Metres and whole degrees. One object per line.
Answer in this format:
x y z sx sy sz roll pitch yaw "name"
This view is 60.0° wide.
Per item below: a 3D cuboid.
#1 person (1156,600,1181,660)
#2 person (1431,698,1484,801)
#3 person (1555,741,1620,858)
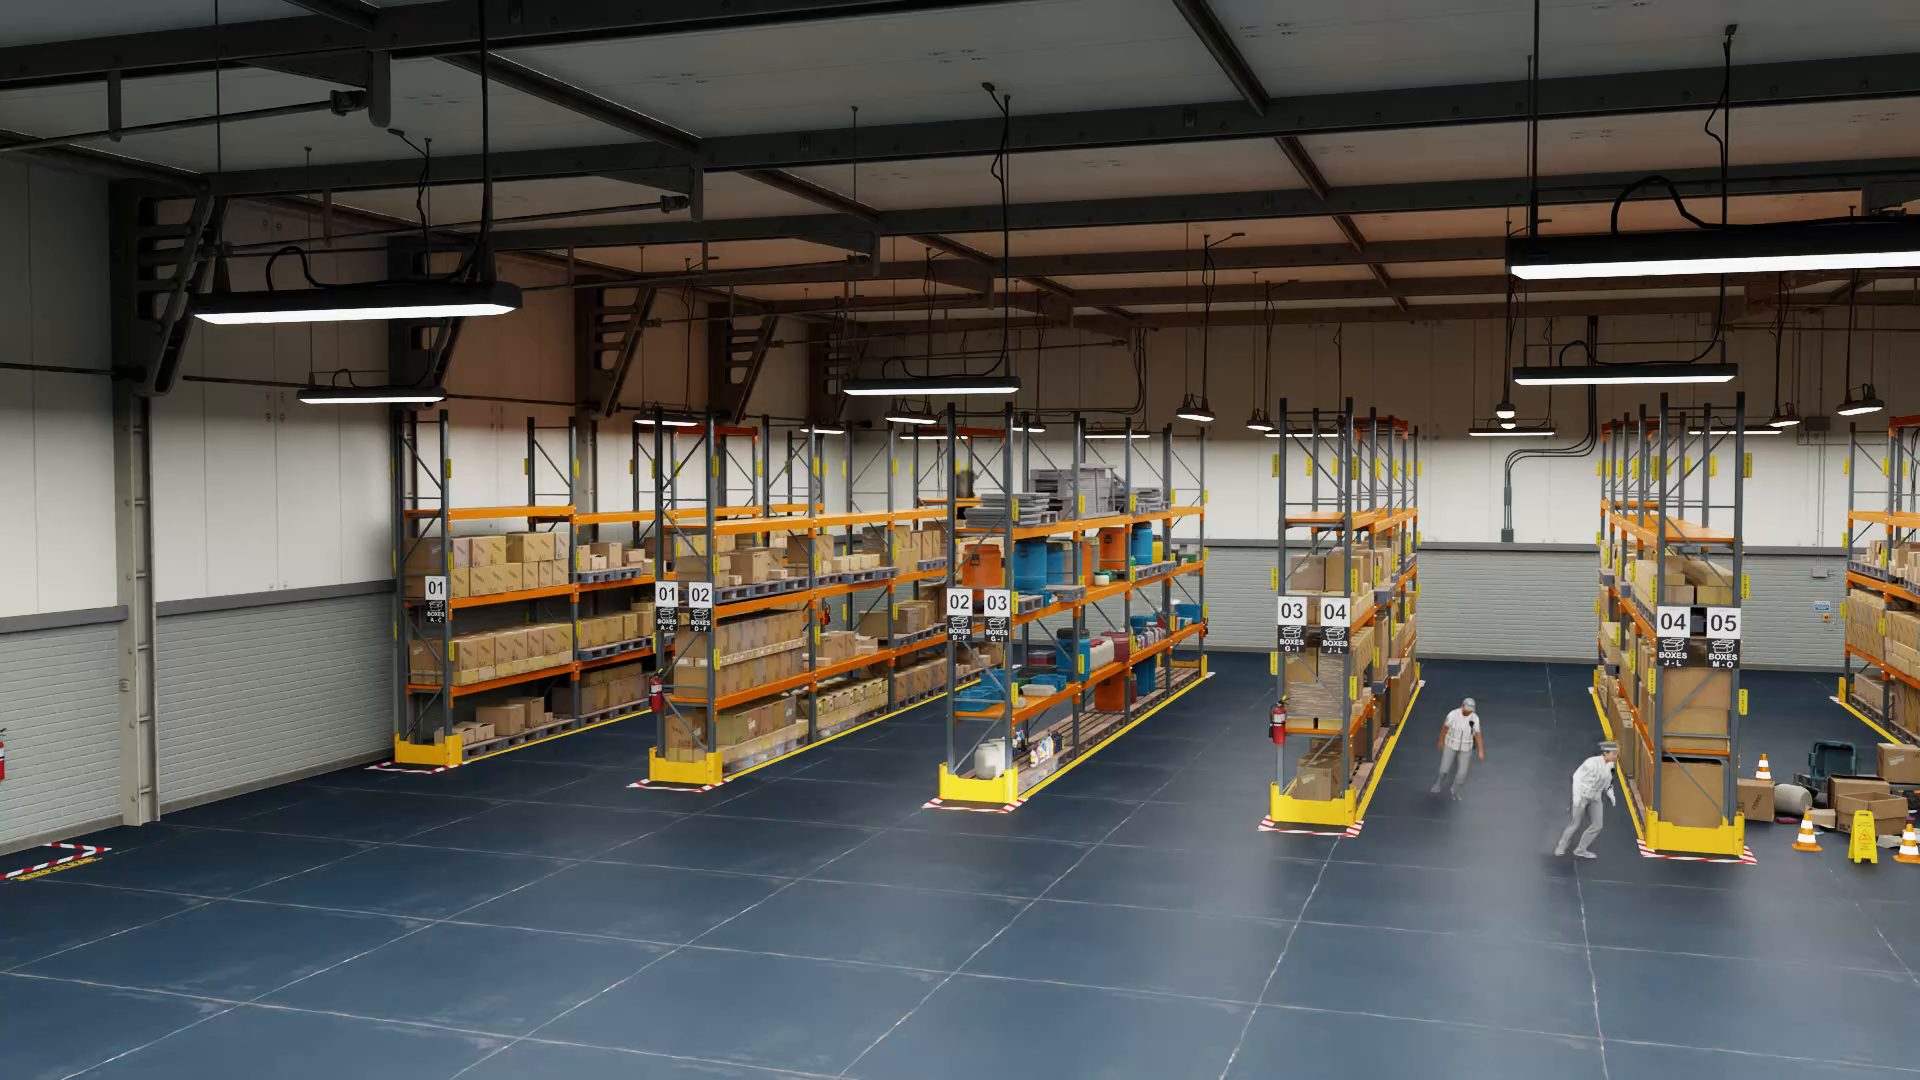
5.462 2.338 43.633 0.664 1.599 1.016 -2 3 -36 "person"
7.485 3.133 24.994 0.737 1.580 0.674 1 2 12 "person"
8.087 3.325 21.363 0.595 1.557 0.776 -1 3 -23 "person"
